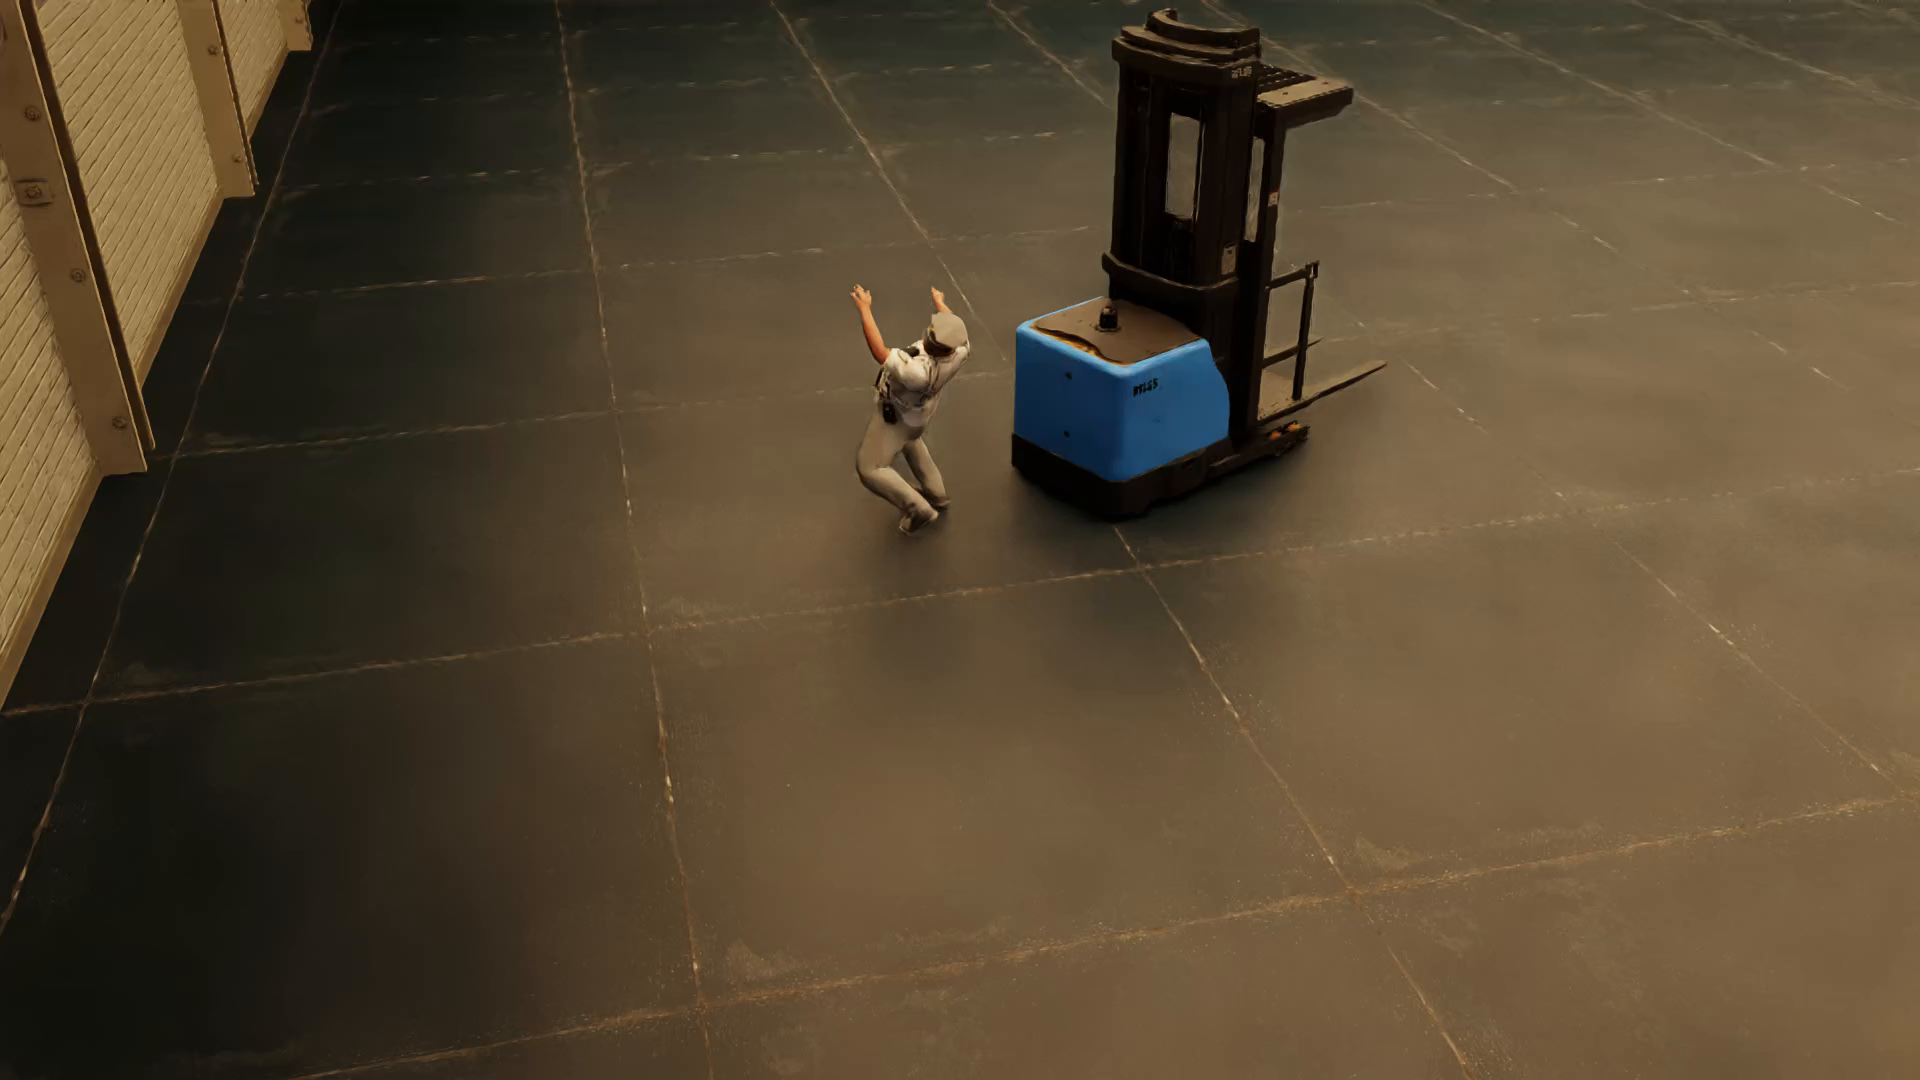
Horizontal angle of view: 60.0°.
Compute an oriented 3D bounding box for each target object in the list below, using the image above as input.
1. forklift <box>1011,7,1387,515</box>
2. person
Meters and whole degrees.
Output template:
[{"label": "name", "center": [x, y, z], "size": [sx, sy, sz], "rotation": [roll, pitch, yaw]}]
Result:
[{"label": "forklift", "center": [1.799, -2.031, 11.083], "size": [3.031, 2.935, 1.130], "rotation": [-23, 37, -34]}, {"label": "person", "center": [-0.183, -0.904, 10.476], "size": [0.739, 1.568, 1.075], "rotation": [11, 32, 19]}]
